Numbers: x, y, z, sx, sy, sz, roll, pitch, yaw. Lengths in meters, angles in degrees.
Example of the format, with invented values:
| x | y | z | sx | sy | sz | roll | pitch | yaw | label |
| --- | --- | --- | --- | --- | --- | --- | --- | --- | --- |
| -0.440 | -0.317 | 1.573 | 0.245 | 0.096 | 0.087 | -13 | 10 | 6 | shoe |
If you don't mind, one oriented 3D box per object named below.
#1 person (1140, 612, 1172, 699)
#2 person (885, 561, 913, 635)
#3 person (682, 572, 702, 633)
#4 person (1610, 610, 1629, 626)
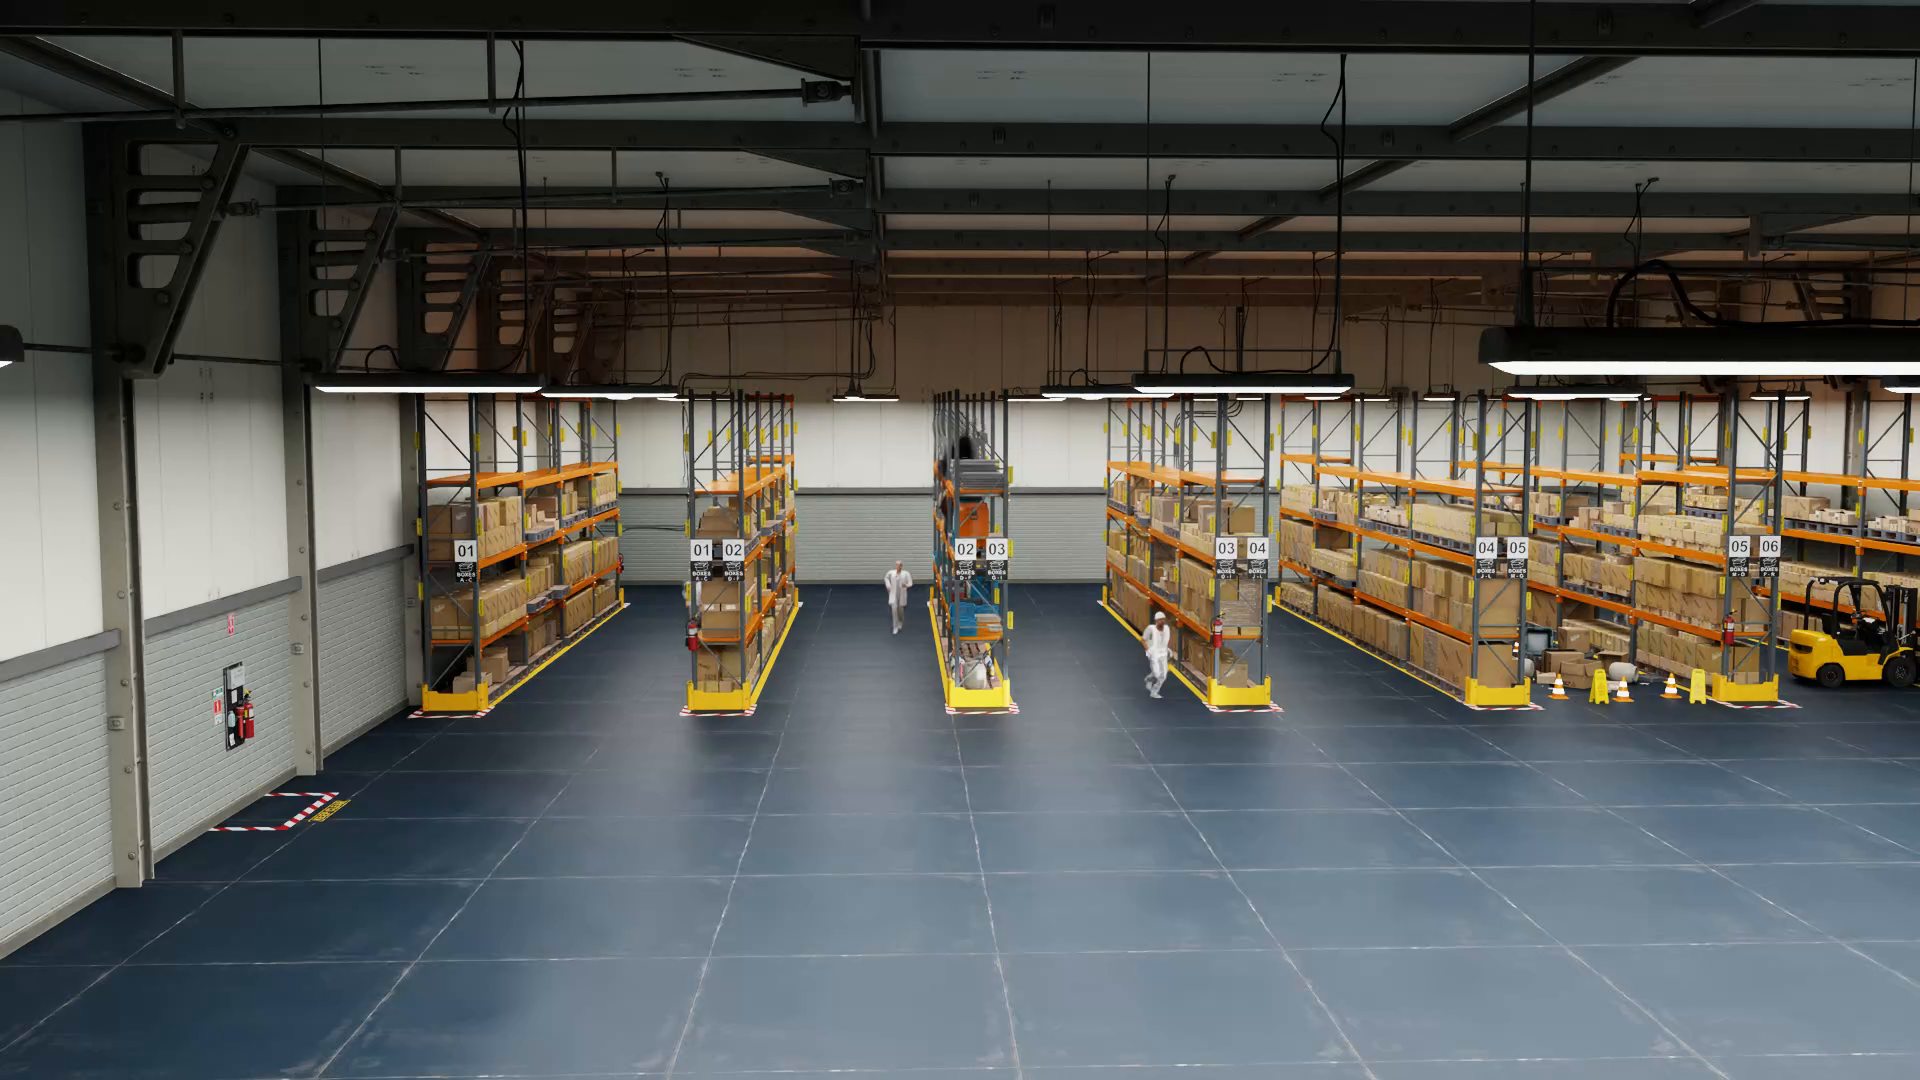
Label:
| x | y | z | sx | sy | sz | roll | pitch | yaw | label |
| --- | --- | --- | --- | --- | --- | --- | --- | --- | --- |
| 3.818 | 2.231 | 32.344 | 0.655 | 1.695 | 0.599 | -2 | 5 | -23 | person |
| -1.550 | 1.417 | 41.761 | 0.691 | 1.802 | 1.046 | 0 | 5 | -1 | person |
| -6.376 | 1.581 | 40.165 | 0.660 | 1.785 | 0.765 | 0 | 5 | -2 | person |
| 16.977 | 1.410 | 42.782 | 0.565 | 1.657 | 0.894 | 0 | 5 | -3 | person |
